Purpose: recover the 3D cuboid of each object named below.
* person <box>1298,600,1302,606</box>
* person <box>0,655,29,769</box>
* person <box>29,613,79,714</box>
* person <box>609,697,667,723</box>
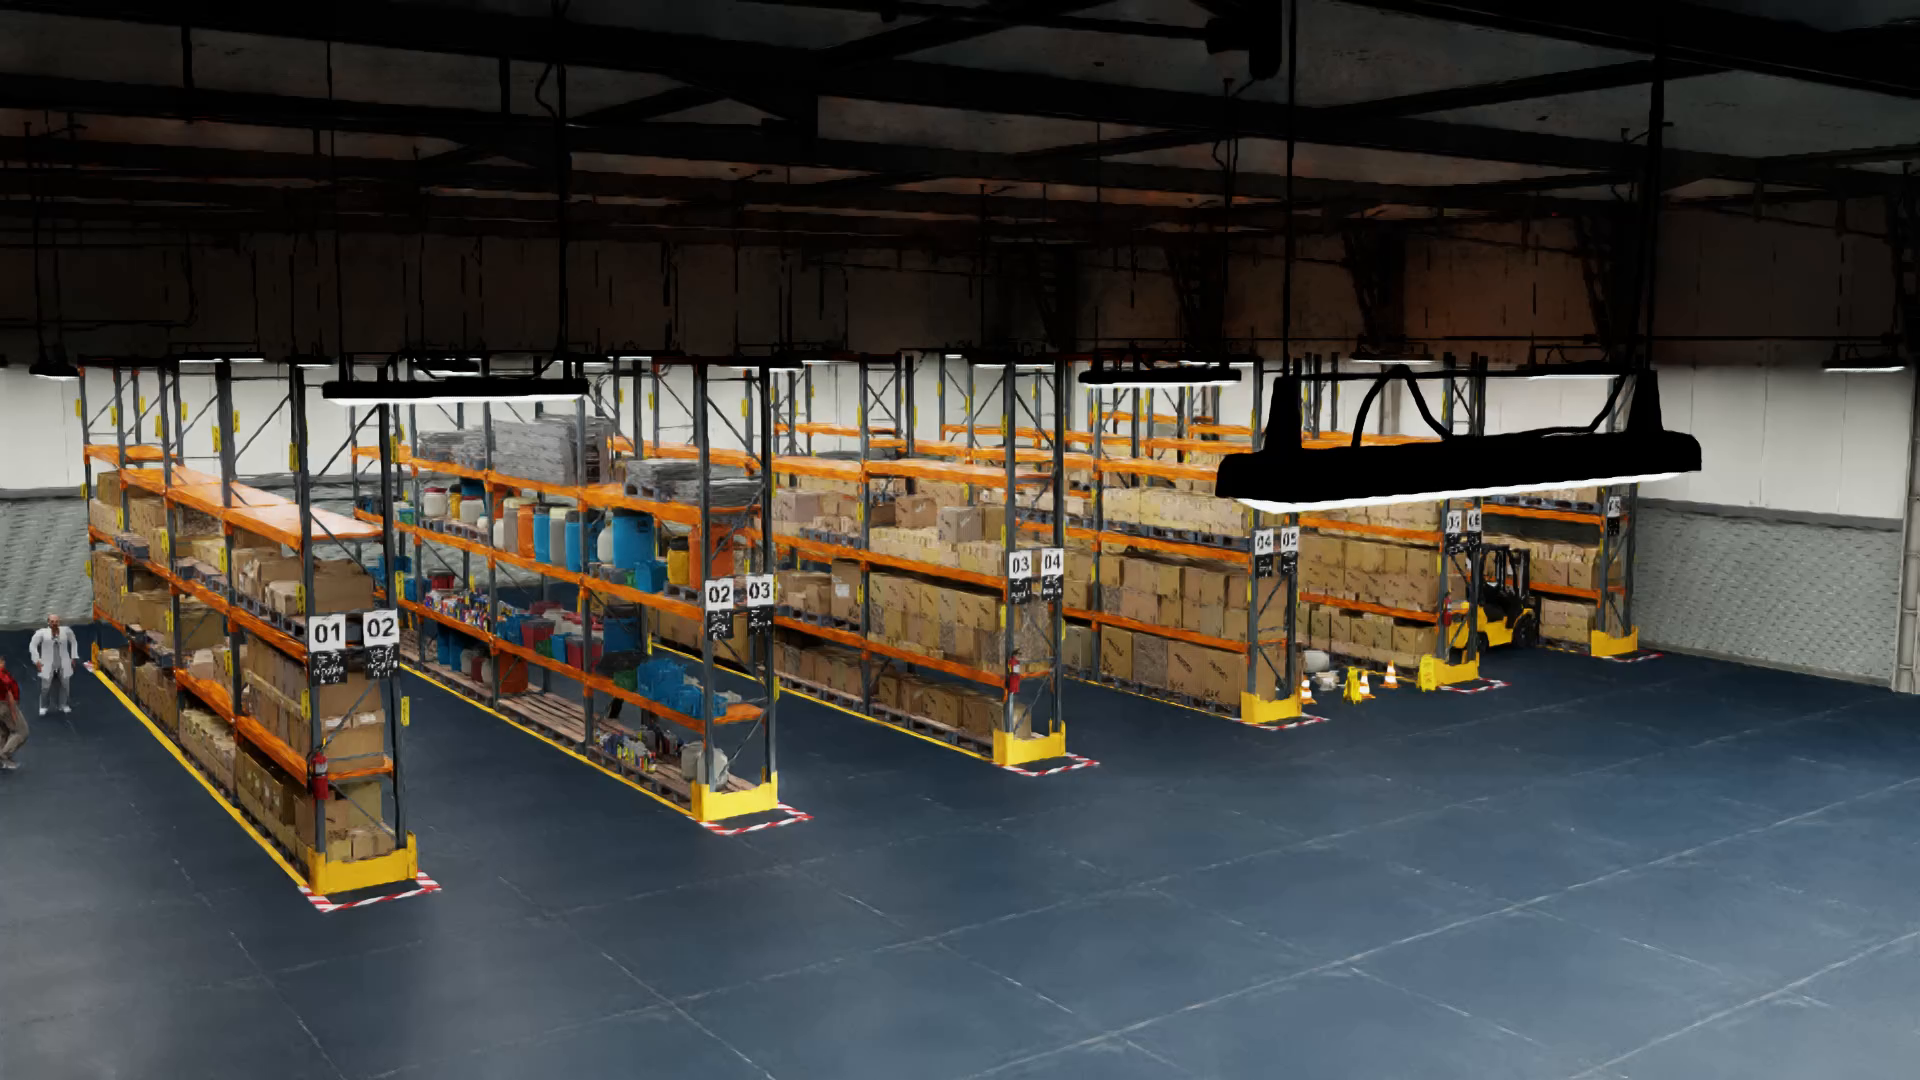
[{"bbox_3d":[7.283,1.133,36.273,0.527,1.592,0.523,0,7,-3],"label":"person"},{"bbox_3d":[-14.038,2.523,24.399,0.578,1.725,0.459,4,8,29],"label":"person"},{"bbox_3d":[-15.289,2.077,28.078,0.729,1.733,0.546,-5,9,-37],"label":"person"},{"bbox_3d":[-5.352,2.182,27.164,0.872,1.716,0.733,5,8,35],"label":"person"}]
